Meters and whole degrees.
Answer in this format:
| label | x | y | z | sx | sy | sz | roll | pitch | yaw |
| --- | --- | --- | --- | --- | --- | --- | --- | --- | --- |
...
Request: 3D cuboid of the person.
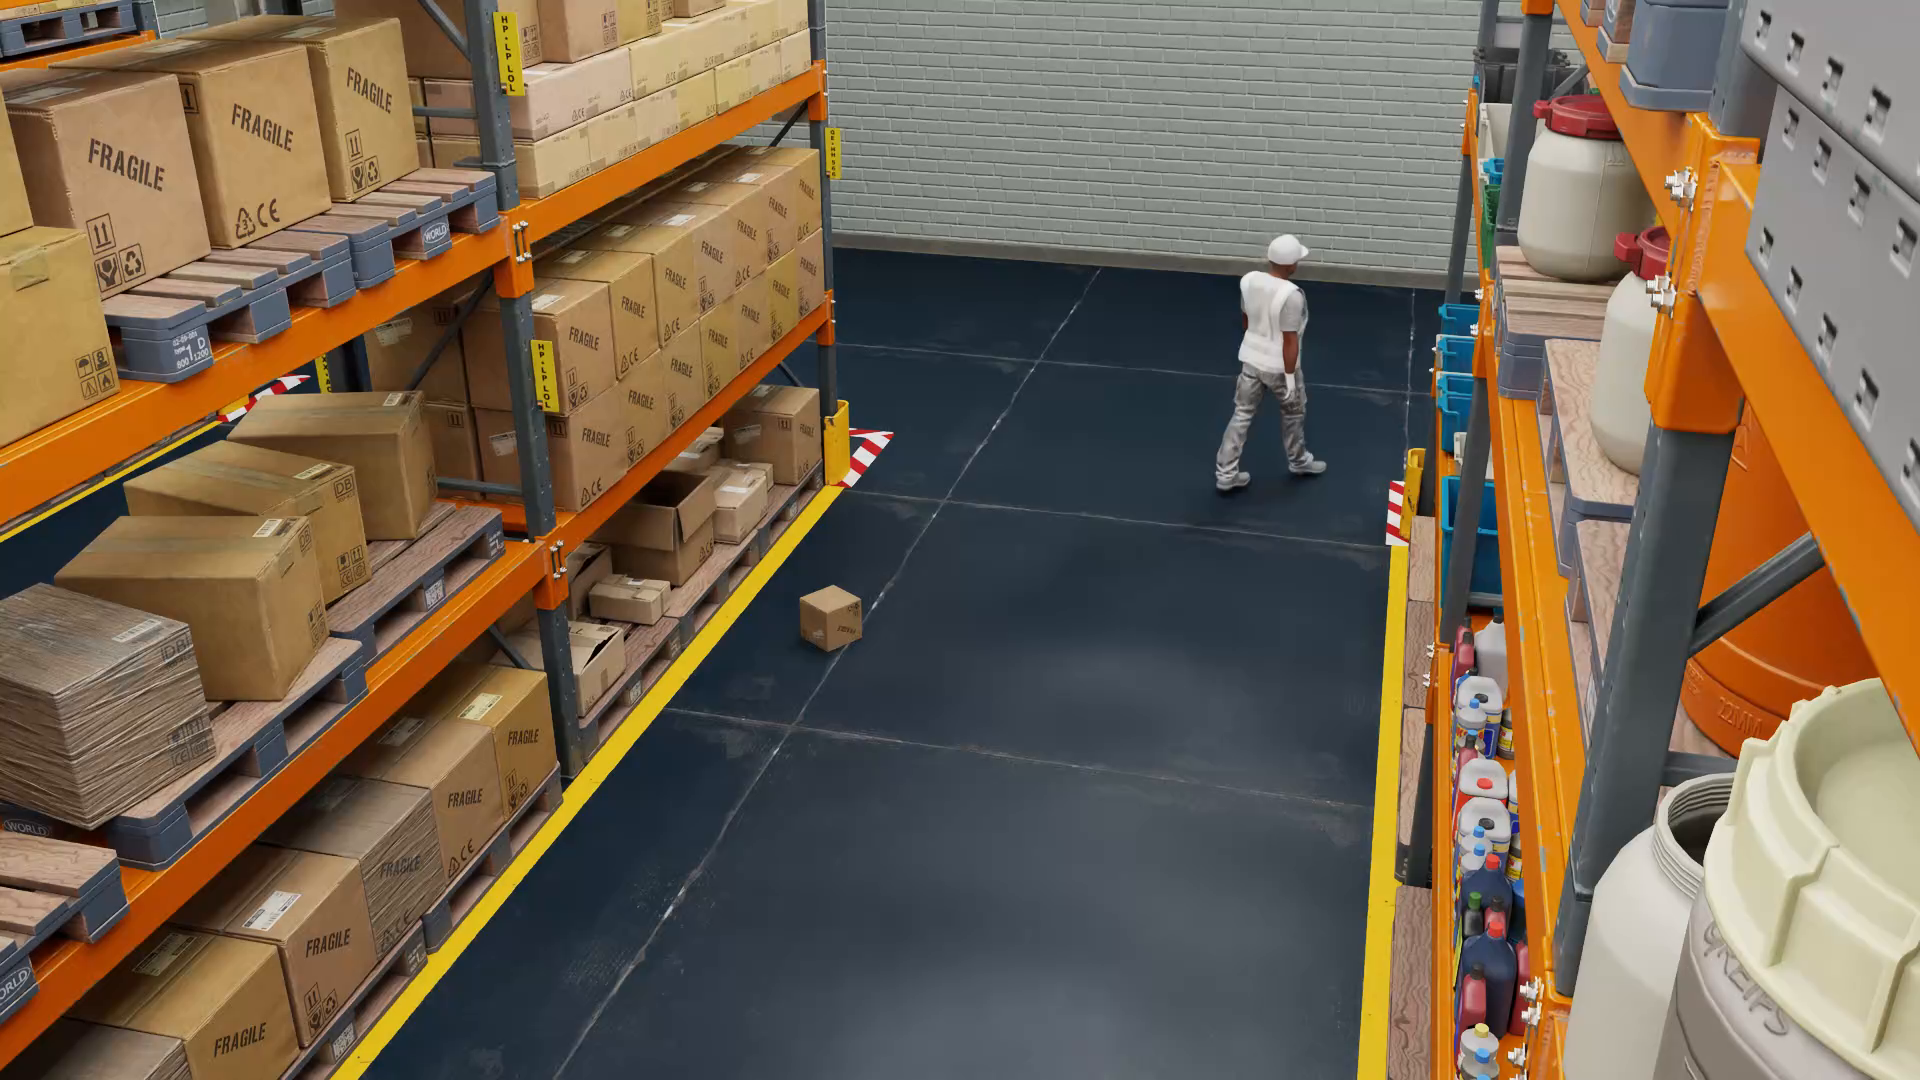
| label | x | y | z | sx | sy | sz | roll | pitch | yaw |
| --- | --- | --- | --- | --- | --- | --- | --- | --- | --- |
| person | 2.145 | -1.215 | 11.148 | 0.922 | 1.752 | 0.620 | -19 | 31 | -35 |
